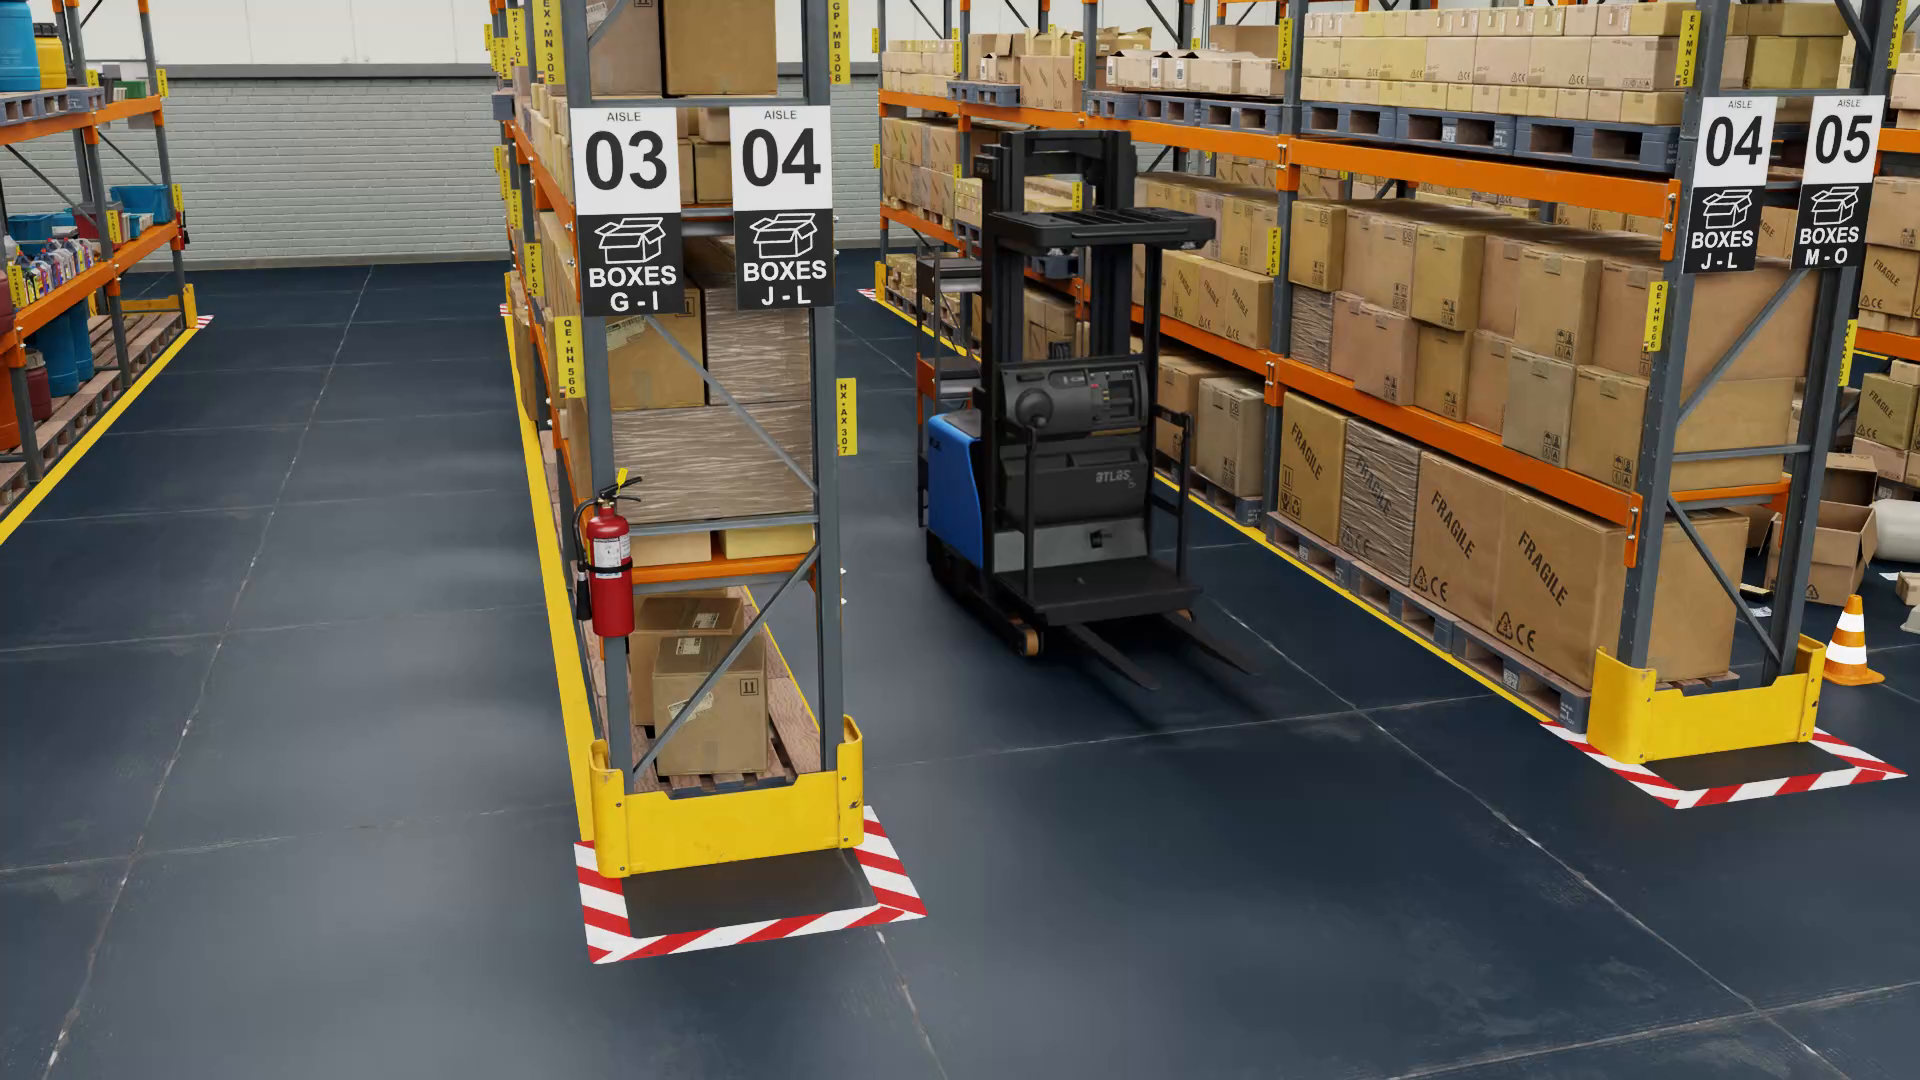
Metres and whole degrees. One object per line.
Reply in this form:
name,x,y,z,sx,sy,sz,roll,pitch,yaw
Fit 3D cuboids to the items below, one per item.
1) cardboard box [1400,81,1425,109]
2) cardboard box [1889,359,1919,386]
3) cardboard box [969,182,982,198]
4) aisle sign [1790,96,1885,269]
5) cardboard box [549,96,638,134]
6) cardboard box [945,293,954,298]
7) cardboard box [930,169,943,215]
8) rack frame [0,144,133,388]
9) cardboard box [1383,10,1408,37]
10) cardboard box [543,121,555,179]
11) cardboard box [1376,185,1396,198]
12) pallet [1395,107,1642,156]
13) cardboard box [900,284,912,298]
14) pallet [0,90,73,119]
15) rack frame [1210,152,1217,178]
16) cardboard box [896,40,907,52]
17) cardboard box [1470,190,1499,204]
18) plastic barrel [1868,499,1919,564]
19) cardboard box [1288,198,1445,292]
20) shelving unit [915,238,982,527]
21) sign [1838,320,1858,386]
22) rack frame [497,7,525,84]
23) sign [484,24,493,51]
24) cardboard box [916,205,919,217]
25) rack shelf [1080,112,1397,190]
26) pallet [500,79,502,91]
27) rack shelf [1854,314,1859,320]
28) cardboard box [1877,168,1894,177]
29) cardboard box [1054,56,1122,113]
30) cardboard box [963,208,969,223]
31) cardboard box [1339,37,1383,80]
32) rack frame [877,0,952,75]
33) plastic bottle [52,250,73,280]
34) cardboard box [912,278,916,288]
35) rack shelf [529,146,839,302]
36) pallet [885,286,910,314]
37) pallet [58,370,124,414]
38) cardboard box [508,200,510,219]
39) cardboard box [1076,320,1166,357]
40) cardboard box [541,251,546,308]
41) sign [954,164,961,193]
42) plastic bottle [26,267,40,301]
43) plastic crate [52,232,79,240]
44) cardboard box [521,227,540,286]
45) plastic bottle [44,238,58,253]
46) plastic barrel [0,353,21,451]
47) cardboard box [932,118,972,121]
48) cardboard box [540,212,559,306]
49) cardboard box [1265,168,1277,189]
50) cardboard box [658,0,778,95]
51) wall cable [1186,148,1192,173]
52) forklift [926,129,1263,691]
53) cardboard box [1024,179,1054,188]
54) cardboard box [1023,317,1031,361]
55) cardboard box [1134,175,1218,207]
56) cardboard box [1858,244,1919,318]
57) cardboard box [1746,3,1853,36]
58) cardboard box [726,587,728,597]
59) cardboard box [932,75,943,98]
cardboard box,2.818,-2.612,9.751,0.380,0.149,0.250,-5,17,-15
cardboard box,7.304,-1.276,12.603,0.380,0.149,0.250,-4,17,-14
cardboard box,0.311,-3.812,18.100,0.380,0.149,0.250,-5,17,-15
aisle sign,4.101,-1.669,7.775,0.394,0.787,0.004,-5,17,-15
cardboard box,-1.612,-1.879,7.347,0.380,0.149,0.250,-5,17,-15
cardboard box,0.038,-3.005,19.933,0.380,0.149,0.250,-4,17,-15
cardboard box,-0.051,-4.184,19.978,0.500,0.500,0.500,-5,17,-17
rack frame,-9.064,-2.983,16.669,1.000,3.000,0.127,-5,17,-15
cardboard box,2.749,-3.064,9.871,0.380,0.149,0.250,-5,17,-15
cardboard box,-1.797,-1.953,8.285,0.500,0.250,0.500,-5,17,-16
cardboard box,5.247,-4.040,19.579,0.500,0.250,0.500,-4,17,-14
pallet,3.240,-2.356,9.522,1.003,0.211,1.213,-5,17,-15
cardboard box,-0.578,-3.297,21.941,0.380,0.149,0.250,-4,17,-15
pallet,-8.440,-3.807,14.525,1.003,0.211,1.213,-5,17,-15
rack frame,4.127,-5.265,24.265,1.000,3.000,0.127,-5,17,-15
cardboard box,-0.611,-6.313,21.239,0.380,0.149,0.250,-4,17,-14
cardboard box,5.783,-3.842,17.617,0.500,0.500,0.500,-4,17,-14
plastic barrel,6.501,-0.057,11.405,0.512,0.421,0.421,7,18,23
cardboard box,2.762,-2.010,11.293,0.875,0.550,0.550,-5,17,-15
shelving unit,-0.045,-1.051,11.802,0.431,2.100,0.503,-5,17,-15
sign,4.328,-0.914,8.140,0.100,0.325,0.005,-5,17,-15
rack frame,-4.302,-6.248,17.110,1.000,3.000,0.127,-5,17,-15
sign,-5.936,-6.332,20.947,0.100,0.325,0.005,-5,17,-15
cardboard box,-0.353,-4.182,21.097,0.380,0.149,0.250,-4,17,-13
rack shelf,2.144,-3.171,13.332,1.077,0.370,4.000,-5,17,-15
pallet,-4.848,-5.333,19.432,1.003,0.211,1.213,-5,17,-15
rack shelf,6.875,-2.154,15.160,1.077,0.370,4.000,-5,17,-15
cardboard box,10.471,-4.133,19.587,0.797,0.503,0.637,-5,17,-17
cardboard box,1.193,-4.255,15.515,0.500,0.500,0.500,-5,17,-15
cardboard box,0.243,-3.598,18.423,0.380,0.149,0.250,-4,17,-14
cardboard box,2.699,-2.985,10.303,0.500,0.250,0.500,-5,17,-16
rack frame,-0.604,-7.719,22.006,1.000,3.000,0.127,-5,17,-15
plastic bottle,-8.369,-2.563,15.485,0.152,0.276,0.135,-5,17,-15
cardboard box,-0.403,-3.372,21.672,0.380,0.149,0.250,-6,18,-18
rack shelf,-1.554,-1.701,8.436,1.077,0.370,4.000,-5,17,-15
pallet,-0.394,-3.261,22.443,1.003,0.211,1.213,-5,17,-15
pallet,-8.892,-1.431,16.349,1.003,0.211,1.213,-5,17,-15
cardboard box,-4.961,-3.831,19.235,0.500,0.250,0.500,-4,17,-14
cardboard box,1.675,-1.581,15.181,1.050,0.750,0.750,-5,17,-16
cardboard box,-2.669,-1.885,12.103,0.797,0.503,0.637,-3,17,-10
sign,-0.025,-4.109,18.911,0.100,0.325,0.005,-5,17,-15
plastic bottle,-7.956,-2.199,14.260,0.061,0.283,0.133,-5,17,-15
plastic crate,-9.630,-3.169,17.660,0.437,0.125,0.590,-5,17,-15
cardboard box,-3.708,-2.572,15.125,0.500,0.500,0.500,-5,17,-16
plastic bottle,-8.585,-2.669,15.708,0.144,0.351,0.185,-5,17,-15
plastic barrel,-8.116,-1.173,13.684,0.600,0.830,0.708,-5,17,-15
cardboard box,-0.100,-5.268,21.845,0.500,0.500,0.500,-5,18,-17
cardboard box,-2.224,-1.687,9.924,0.500,0.500,0.500,-5,17,-15
cardboard box,4.425,-4.740,22.344,0.500,0.500,0.500,-4,17,-13
cardboard box,-1.152,-2.354,7.800,0.500,0.500,0.500,-5,17,-15
wall cable,3.916,-7.424,29.689,0.588,1.984,0.122,-5,17,-15
forklift,0.765,-0.857,9.712,1.130,2.935,3.031,-6,18,-20
cardboard box,0.868,-3.935,18.510,0.380,0.149,0.250,-5,17,-17
cardboard box,0.862,-2.087,17.300,0.500,0.500,0.500,-6,18,-18
cardboard box,1.848,-2.895,14.462,0.700,0.500,0.500,-5,17,-16
cardboard box,7.278,-1.992,12.679,0.500,0.500,0.500,-5,17,-15
cardboard box,4.007,-2.484,7.941,0.380,0.149,0.250,-5,17,-15
cardboard box,-1.621,0.271,9.450,0.500,0.500,0.500,-6,18,-20
cardboard box,-0.026,-5.357,19.619,0.500,0.250,0.500,-5,17,-15
